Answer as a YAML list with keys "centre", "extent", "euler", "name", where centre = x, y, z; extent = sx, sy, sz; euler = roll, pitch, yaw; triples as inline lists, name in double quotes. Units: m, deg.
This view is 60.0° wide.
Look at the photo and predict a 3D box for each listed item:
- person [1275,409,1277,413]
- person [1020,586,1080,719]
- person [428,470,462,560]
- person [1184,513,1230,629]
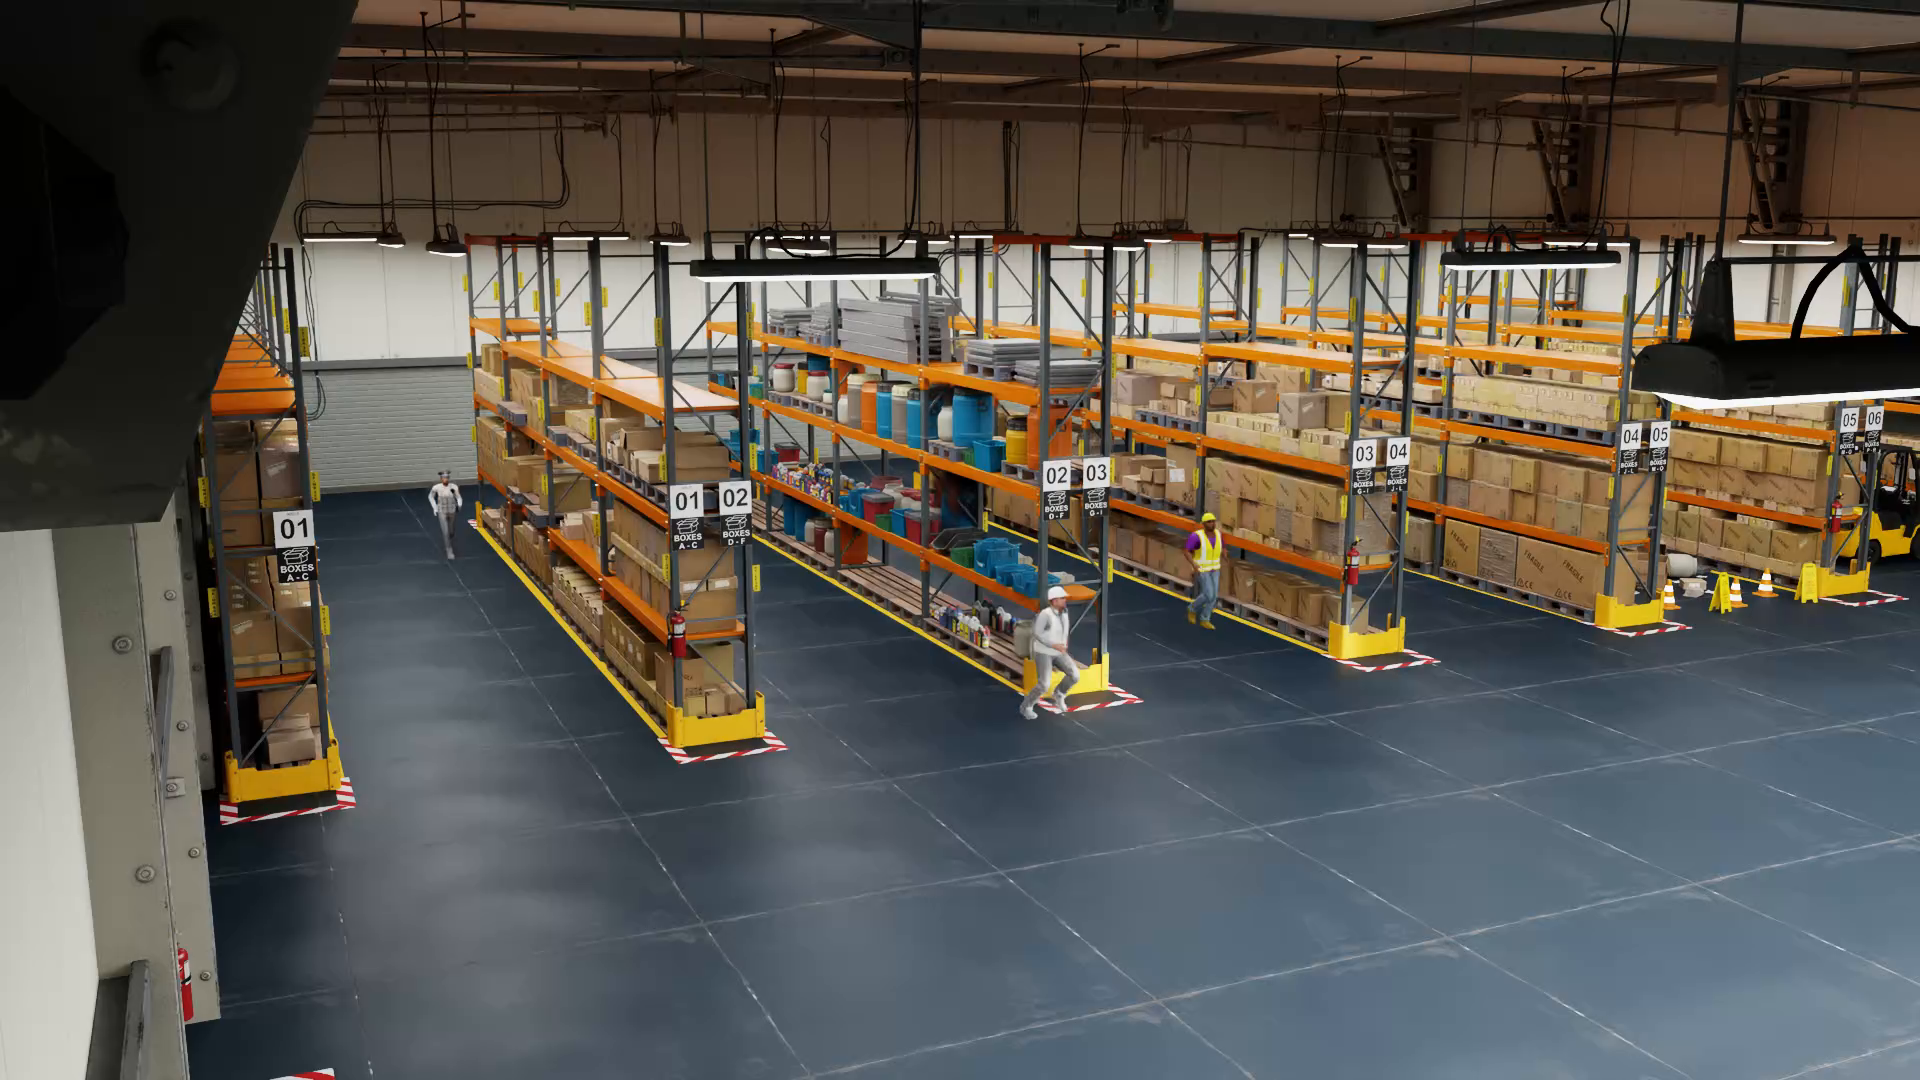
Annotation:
- centre: [8.524, -2.969, 43.997]
  extent: [0.600, 1.712, 0.759]
  euler: [5, 12, 23]
  name: "person"
- centre: [1.204, 1.419, 21.347]
  extent: [0.664, 1.688, 0.765]
  euler: [8, 14, 36]
  name: "person"
- centre: [-9.726, -0.518, 31.476]
  extent: [0.600, 1.678, 0.822]
  euler: [-5, 12, -26]
  name: "person"
- centre: [3.695, 0.445, 24.775]
  extent: [0.690, 1.741, 0.573]
  euler: [-5, 12, -26]
  name: "person"
